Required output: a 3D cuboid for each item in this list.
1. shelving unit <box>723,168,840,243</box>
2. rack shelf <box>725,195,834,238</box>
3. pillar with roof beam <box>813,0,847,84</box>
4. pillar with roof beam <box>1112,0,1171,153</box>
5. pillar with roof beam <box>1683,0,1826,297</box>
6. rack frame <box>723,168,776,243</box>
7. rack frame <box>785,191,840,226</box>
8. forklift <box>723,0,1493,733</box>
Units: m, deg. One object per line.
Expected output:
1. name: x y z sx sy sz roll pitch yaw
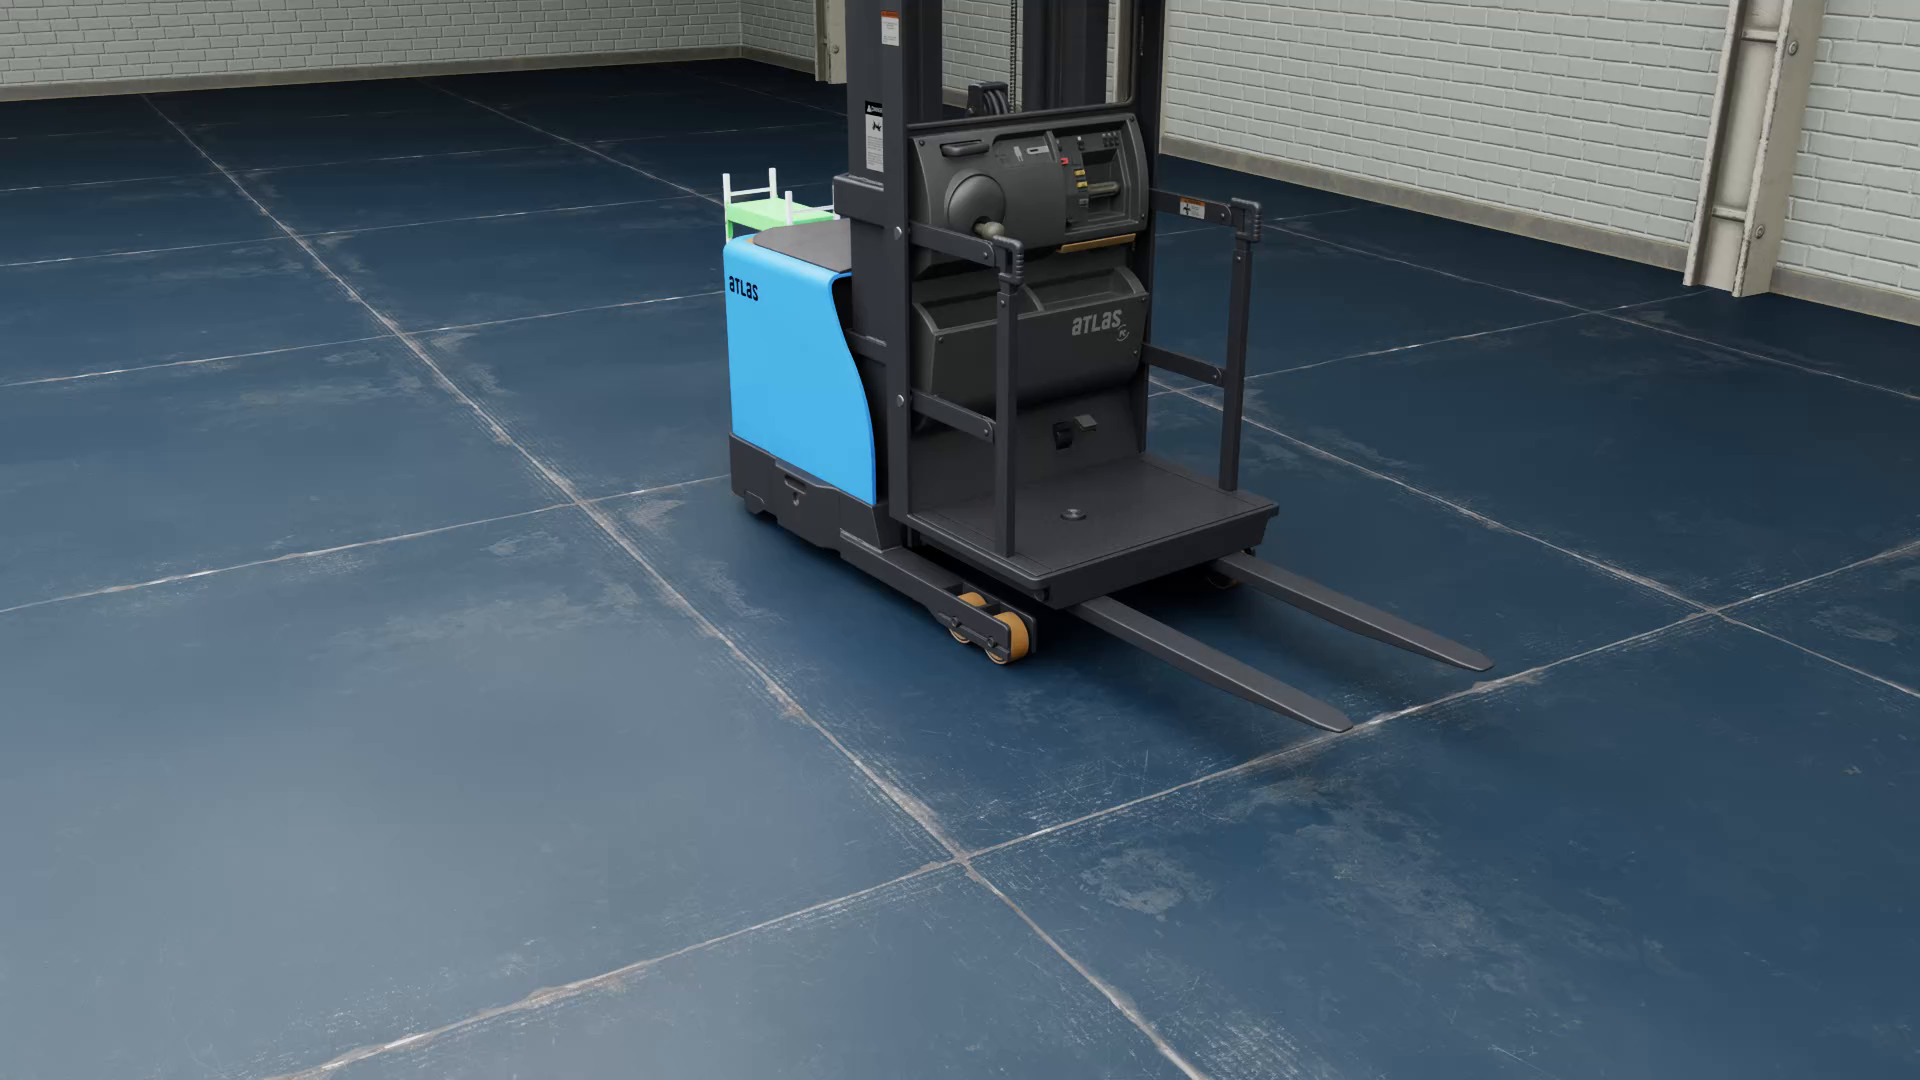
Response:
1. shelving unit: -0.724 -0.894 6.918 0.258 1.200 0.503 -16 27 -34
2. rack shelf: -0.724 -1.280 6.761 0.258 0.148 0.480 -16 27 -34
3. pillar with roof beam: -5.185 -8.756 15.902 9.100 9.000 0.400 -13 25 -28
4. pillar with roof beam: -2.120 -6.813 11.123 9.100 9.000 0.400 -13 25 -28
5. pillar with roof beam: 0.945 -4.871 6.345 9.100 9.000 0.400 -13 25 -28
6. rack frame: -0.870 -0.968 7.098 0.240 1.200 0.015 -16 27 -34
7. rack frame: -0.578 -0.821 6.737 0.240 1.200 0.015 -16 27 -34
8. forklift: 0.377 -1.169 5.294 1.130 2.935 3.031 -16 27 -34
